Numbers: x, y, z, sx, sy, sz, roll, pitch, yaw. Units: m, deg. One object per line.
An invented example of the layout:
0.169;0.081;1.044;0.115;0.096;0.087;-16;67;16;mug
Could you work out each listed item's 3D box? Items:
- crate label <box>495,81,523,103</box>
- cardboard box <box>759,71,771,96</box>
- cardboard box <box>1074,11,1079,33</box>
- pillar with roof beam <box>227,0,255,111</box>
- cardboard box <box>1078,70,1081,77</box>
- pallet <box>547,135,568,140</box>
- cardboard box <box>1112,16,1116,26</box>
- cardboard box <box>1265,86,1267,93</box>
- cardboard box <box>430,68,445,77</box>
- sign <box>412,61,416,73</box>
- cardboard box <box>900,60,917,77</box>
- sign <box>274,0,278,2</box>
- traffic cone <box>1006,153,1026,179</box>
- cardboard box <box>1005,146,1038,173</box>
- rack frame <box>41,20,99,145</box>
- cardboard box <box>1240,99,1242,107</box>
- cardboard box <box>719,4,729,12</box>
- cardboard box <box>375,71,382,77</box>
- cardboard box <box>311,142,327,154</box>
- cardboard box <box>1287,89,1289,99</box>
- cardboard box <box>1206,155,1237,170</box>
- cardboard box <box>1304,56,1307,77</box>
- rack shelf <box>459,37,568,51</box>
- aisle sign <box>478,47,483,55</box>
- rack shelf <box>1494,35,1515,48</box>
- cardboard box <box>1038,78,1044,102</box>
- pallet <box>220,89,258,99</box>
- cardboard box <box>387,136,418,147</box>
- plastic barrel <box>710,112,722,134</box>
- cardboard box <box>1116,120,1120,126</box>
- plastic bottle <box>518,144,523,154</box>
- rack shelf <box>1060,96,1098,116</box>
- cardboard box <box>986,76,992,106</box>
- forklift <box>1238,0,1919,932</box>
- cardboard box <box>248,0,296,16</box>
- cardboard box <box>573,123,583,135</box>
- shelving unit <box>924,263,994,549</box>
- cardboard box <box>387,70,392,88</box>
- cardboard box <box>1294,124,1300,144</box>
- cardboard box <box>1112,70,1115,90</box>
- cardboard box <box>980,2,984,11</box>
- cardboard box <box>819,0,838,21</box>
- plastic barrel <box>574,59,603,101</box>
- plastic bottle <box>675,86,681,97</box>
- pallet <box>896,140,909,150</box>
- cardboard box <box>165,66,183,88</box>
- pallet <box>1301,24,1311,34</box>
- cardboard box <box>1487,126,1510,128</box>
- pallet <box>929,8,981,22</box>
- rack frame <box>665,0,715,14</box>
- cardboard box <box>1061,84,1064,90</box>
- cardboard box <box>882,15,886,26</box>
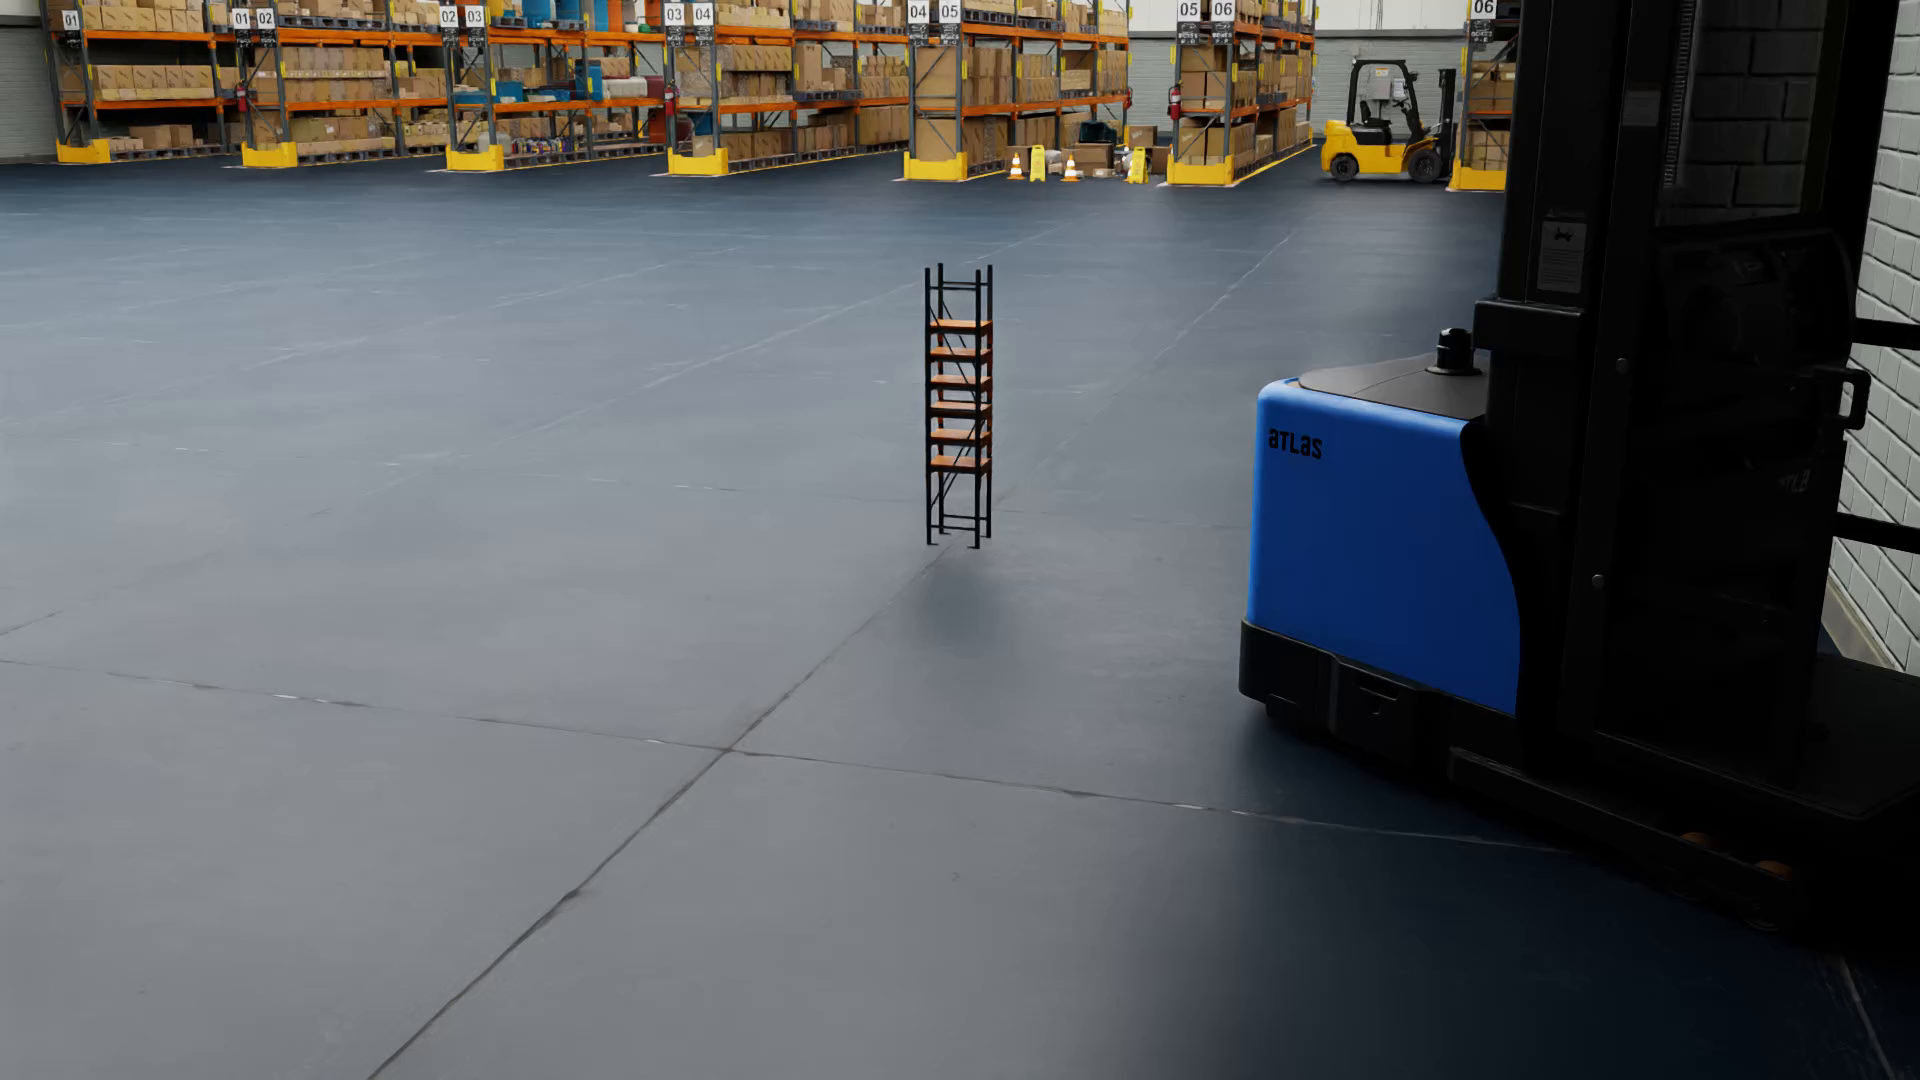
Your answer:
-9.664;-9.553;35.448;0.502;0.435;0.616;5;16;16;crate label
-4.451;-9.507;34.624;0.875;0.500;0.500;5;16;16;cardboard box
2.511;-12.214;39.213;0.500;0.500;0.500;5;16;16;cardboard box
-14.224;-14.174;40.810;9.100;9.000;0.400;5;16;16;pillar with roof beam
2.732;-11.354;40.464;0.380;0.149;0.250;4;16;14;cardboard box
-11.461;-11.001;45.727;1.003;0.211;1.213;5;16;16;pallet
3.761;-13.497;43.278;0.500;0.250;0.500;4;16;13;cardboard box
6.191;-9.402;34.671;0.380;0.149;0.250;5;17;16;cardboard box
-15.634;-13.417;48.585;0.980;0.700;0.700;4;16;14;cardboard box
-15.493;-13.421;47.171;0.100;0.325;0.005;5;16;16;sign
-1.388;-12.326;43.645;0.500;0.500;0.500;5;16;16;cardboard box
-14.146;-11.276;34.342;0.100;0.325;0.005;5;16;16;sign
1.060;-7.047;31.325;0.336;0.463;0.334;5;16;16;traffic cone
1.227;-7.598;33.195;0.500;0.500;0.500;8;18;25;cardboard box
-19.427;-9.802;36.389;1.000;3.000;0.127;5;16;16;rack frame
5.107;-8.237;31.332;0.380;0.149;0.250;4;16;14;cardboard box
-4.713;-10.327;32.287;0.380;0.149;0.250;5;17;17;cardboard box
-13.483;-10.673;38.089;0.380;0.149;0.250;4;16;15;cardboard box
-14.172;-8.552;36.252;0.500;0.250;0.500;5;16;16;cardboard box
7.396;-10.412;38.816;0.500;0.250;0.500;5;16;16;cardboard box
4.816;-6.950;30.604;0.500;0.250;0.500;4;16;15;cardboard box
8.551;-12.052;42.307;0.500;0.500;0.500;5;16;15;cardboard box
-11.834;-13.132;43.951;1.077;0.370;4.000;5;16;16;rack shelf
-14.572;-15.234;50.777;0.394;0.787;0.004;5;16;16;aisle sign
11.924;-11.210;37.176;1.077;0.370;4.000;5;16;16;rack shelf
1.523;-9.845;36.359;0.500;0.500;0.500;5;17;17;cardboard box
-17.933;-10.945;40.770;1.003;0.211;1.213;5;16;16;pallet
-13.187;-9.431;39.350;0.500;0.250;0.500;4;16;15;cardboard box
-6.689;-11.224;44.481;0.600;0.901;0.708;5;16;16;plastic barrel
4.109;-11.244;44.839;0.380;0.149;0.250;4;16;15;cardboard box
-9.564;-8.509;36.153;0.097;0.201;0.097;0;16;0;plastic bottle
2.389;-10.508;40.199;1.077;0.370;4.000;5;16;16;rack shelf
0.135;-8.835;32.707;0.875;0.550;0.500;5;16;16;cardboard box
2.185;-0.619;4.140;1.130;2.935;3.031;-12;20;-35;forklift
-14.509;-11.331;35.068;0.797;0.503;0.637;6;17;20;cardboard box
-10.939;-11.569;46.742;0.500;0.311;0.500;5;16;16;cardboard box
-0.004;-0.573;7.152;0.258;1.200;0.189;5;16;16;shelving unit
-16.041;-12.867;46.433;0.500;0.500;0.500;5;17;16;cardboard box
8.014;-10.146;41.528;0.875;0.438;0.875;4;16;15;cardboard box
3.776;-12.081;43.695;0.500;0.500;0.500;5;17;19;cardboard box
0.239;-10.140;31.592;0.380;0.149;0.250;5;16;16;cardboard box
-3.092;-12.067;37.778;0.500;0.500;0.500;5;17;17;cardboard box
-8.391;-10.399;37.576;0.600;0.901;0.708;5;16;16;plastic barrel
-7.090;-11.276;41.814;0.152;0.276;0.135;5;16;16;plastic bottle
-1.916;-10.240;43.044;1.003;0.211;1.213;5;16;16;pallet
-18.418;-10.737;38.550;0.500;0.500;0.500;4;16;14;cardboard box
8.323;-12.952;42.162;1.003;0.211;1.213;5;16;16;pallet
9.978;-7.495;30.694;0.500;0.250;0.500;5;17;16;cardboard box
-0.252;-9.834;31.167;1.003;0.211;1.213;5;16;16;pallet
-5.179;-11.536;31.508;1.000;3.000;0.127;5;16;16;rack frame
2.218;-10.584;38.838;0.380;0.149;0.250;5;17;19;cardboard box
-2.167;-13.111;41.954;0.500;0.311;0.500;4;16;14;cardboard box
